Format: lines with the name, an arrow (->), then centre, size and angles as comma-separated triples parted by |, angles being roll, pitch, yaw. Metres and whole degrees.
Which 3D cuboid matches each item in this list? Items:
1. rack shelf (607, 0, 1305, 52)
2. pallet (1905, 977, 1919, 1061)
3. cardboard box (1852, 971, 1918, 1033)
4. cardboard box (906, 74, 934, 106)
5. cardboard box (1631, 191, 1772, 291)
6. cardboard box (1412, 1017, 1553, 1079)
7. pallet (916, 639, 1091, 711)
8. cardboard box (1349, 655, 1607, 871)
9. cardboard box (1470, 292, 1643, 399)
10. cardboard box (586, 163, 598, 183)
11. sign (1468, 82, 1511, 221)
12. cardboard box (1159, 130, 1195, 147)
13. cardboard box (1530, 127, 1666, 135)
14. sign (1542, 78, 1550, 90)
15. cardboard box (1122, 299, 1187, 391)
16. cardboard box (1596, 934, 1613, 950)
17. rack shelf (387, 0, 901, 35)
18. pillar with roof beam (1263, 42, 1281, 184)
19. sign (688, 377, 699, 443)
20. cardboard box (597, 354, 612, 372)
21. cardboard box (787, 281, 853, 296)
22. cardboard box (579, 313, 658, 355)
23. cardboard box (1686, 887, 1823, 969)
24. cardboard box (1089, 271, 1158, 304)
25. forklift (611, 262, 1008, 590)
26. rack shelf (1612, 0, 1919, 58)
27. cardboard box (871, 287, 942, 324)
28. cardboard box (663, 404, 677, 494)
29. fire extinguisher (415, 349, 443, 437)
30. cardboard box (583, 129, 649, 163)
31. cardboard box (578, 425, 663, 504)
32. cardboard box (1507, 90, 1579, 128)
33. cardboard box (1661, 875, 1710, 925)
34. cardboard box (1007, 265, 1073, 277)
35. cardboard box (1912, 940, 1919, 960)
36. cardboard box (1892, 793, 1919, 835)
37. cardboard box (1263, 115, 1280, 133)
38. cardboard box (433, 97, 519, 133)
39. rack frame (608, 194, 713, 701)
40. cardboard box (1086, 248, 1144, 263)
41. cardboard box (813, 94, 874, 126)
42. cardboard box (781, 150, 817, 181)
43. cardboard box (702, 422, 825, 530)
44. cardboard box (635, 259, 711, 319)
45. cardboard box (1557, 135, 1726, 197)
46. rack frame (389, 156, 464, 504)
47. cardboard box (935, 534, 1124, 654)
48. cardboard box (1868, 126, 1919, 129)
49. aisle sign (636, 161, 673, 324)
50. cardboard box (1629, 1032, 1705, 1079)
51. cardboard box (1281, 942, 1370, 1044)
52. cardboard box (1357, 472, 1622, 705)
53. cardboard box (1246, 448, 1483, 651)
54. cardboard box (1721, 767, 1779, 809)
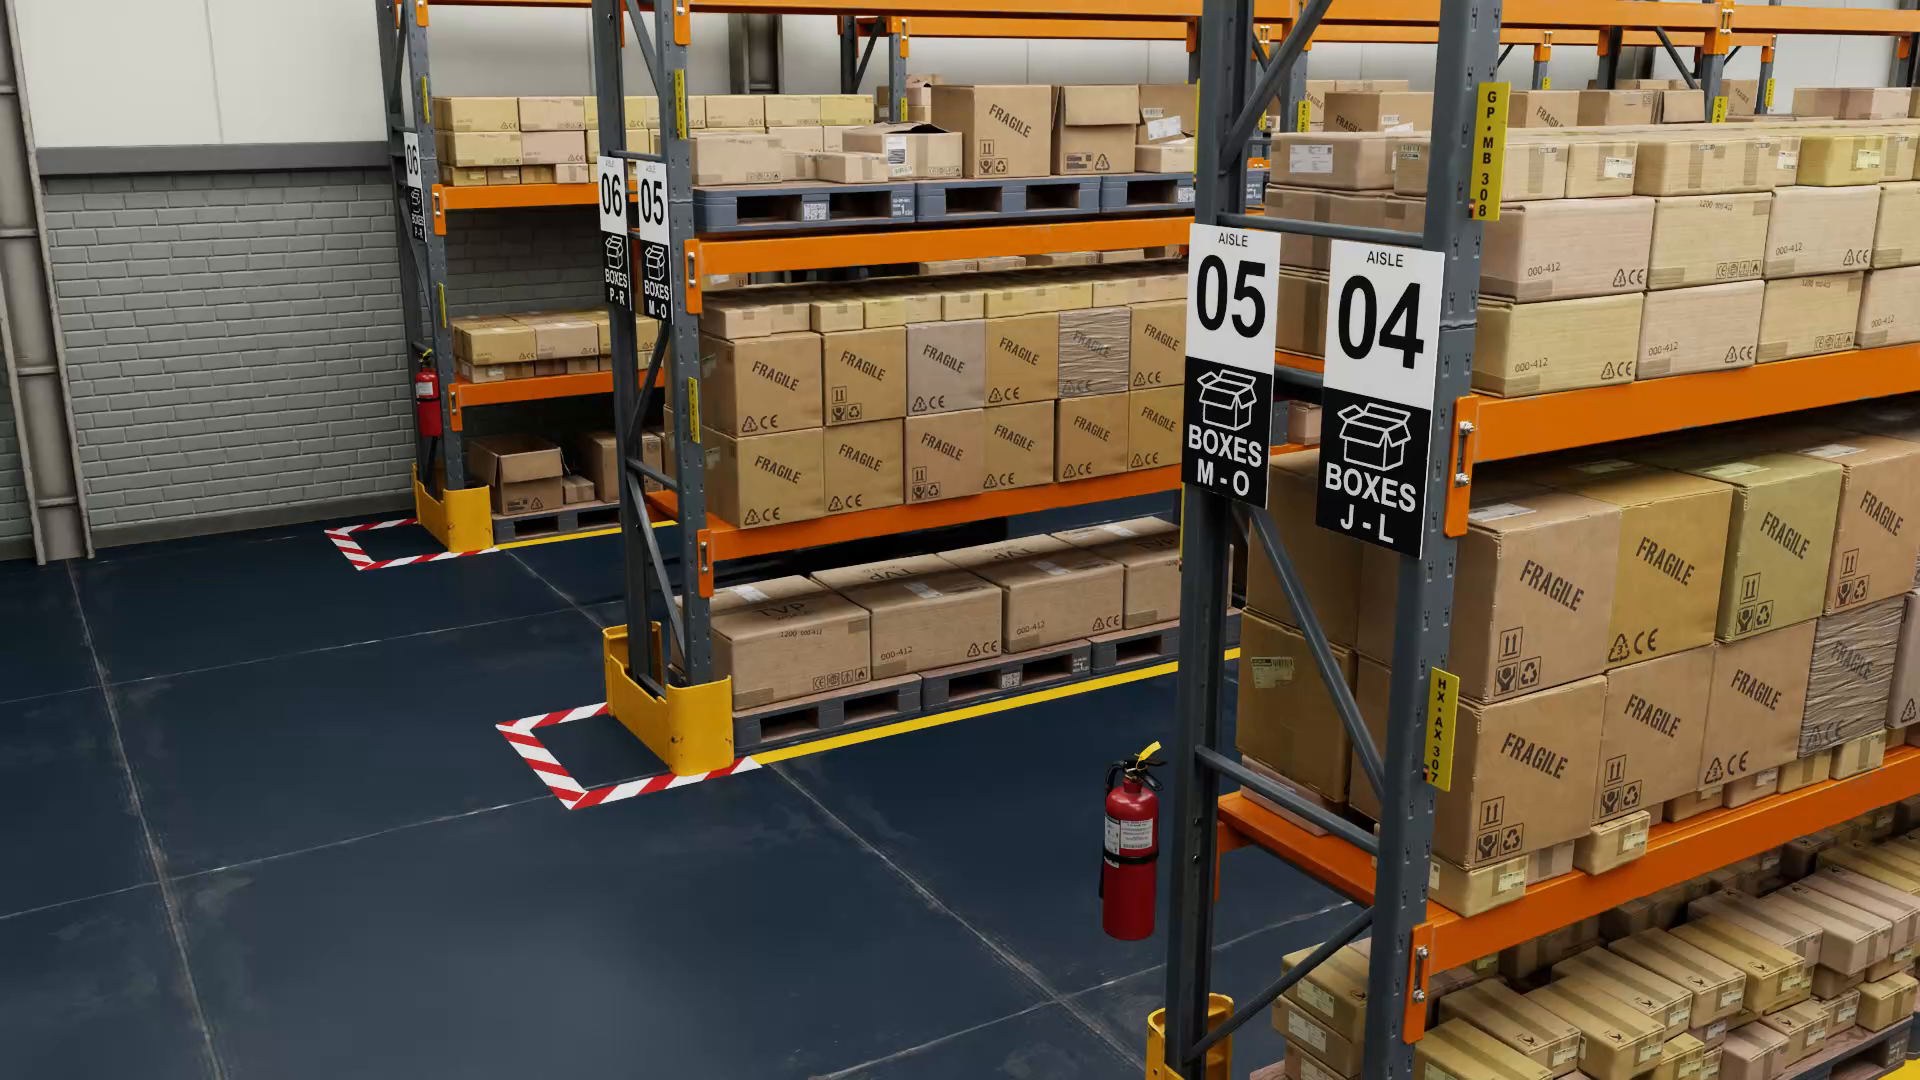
rack shelf -> 0.080, -2.962, 9.377 | 4.000, 0.370, 1.077 | -9, 18, -30
pallet -> 3.873, 1.686, 7.006 | 1.213, 0.211, 1.003 | -9, 18, -30
cardboard box -> 3.383, 1.689, 6.331 | 0.250, 0.149, 0.380 | -9, 18, -30
cardboard box -> -0.327, -3.915, 14.446 | 0.258, 0.266, 0.396 | -9, 18, -30
cardboard box -> 1.959, -0.889, 4.819 | 0.500, 0.250, 0.500 | -9, 18, -30
cardboard box -> 1.626, 1.687, 5.235 | 0.250, 0.149, 0.380 | -10, 19, -32
pallet -> 0.056, 0.711, 10.482 | 1.213, 0.211, 1.003 | -9, 18, -30
cardboard box -> 1.529, 0.607, 4.949 | 0.500, 0.500, 0.500 | -8, 18, -27
cardboard box -> 1.518, -0.578, 4.635 | 0.500, 0.250, 0.500 | -8, 18, -28
cardboard box -> -2.873, -2.919, 13.173 | 0.250, 0.149, 0.380 | -9, 18, -30
sign -> 1.282, -0.942, 4.037 | 0.005, 0.325, 0.100 | -9, 18, -30
cardboard box -> 1.412, -2.357, 9.989 | 0.258, 0.266, 0.396 | -9, 18, -28
cardboard box -> 2.036, -1.252, 5.375 | 0.250, 0.149, 0.380 | -10, 18, -31
sign -> 6.381, -4.870, 18.129 | 0.005, 0.325, 0.100 | -9, 18, -30
cardboard box -> 1.093, -1.221, 10.172 | 0.500, 0.500, 0.500 | -10, 18, -31
cardboard box -> 2.418, 1.506, 6.432 | 0.250, 0.149, 0.380 | -8, 18, -27
rack shelf -> -2.479, -4.300, 13.418 | 4.000, 0.370, 1.077 | -9, 18, -30
pillar with roof beam -> 5.534, -4.876, 14.133 | 0.400, 9.000, 9.100 | -9, 18, -30
sign -> -1.353, -0.660, 8.455 | 0.005, 0.325, 0.100 | -9, 18, -30
cardboard box -> -2.896, -1.493, 13.644 | 0.250, 0.149, 0.380 | -9, 18, -29
cardboard box -> -0.809, -1.394, 9.585 | 0.250, 0.149, 0.380 | -9, 18, -28
cardboard box -> -2.801, -1.695, 13.626 | 0.500, 0.250, 0.500 | -10, 18, -31
cardboard box -> 2.910, 1.443, 6.108 | 0.250, 0.149, 0.380 | -9, 18, -30
cardboard box -> 0.986, -1.532, 10.079 | 0.250, 0.149, 0.380 | -9, 18, -30
forklift -> -1.100, -1.181, 12.193 | 3.031, 2.935, 1.130 | -12, 20, -36
rack shelf -> 6.938, -4.074, 13.344 | 4.000, 0.370, 1.077 | -9, 18, -30
cardboard box -> -0.303, -1.313, 9.297 | 0.250, 0.149, 0.380 | -9, 18, -29
cardboard box -> -1.357, -0.510, 9.488 | 0.500, 0.500, 0.500 | -9, 18, -29
fire extinguisher -> -4.082, -1.138, 12.745 | 0.183, 0.674, 0.296 | -9, 18, -30
cardboard box -> -2.802, -3.139, 13.221 | 0.500, 0.250, 0.500 | -10, 18, -31
cardboard box -> -2.868, -0.653, 14.036 | 0.500, 0.500, 0.700 | -8, 18, -27
cardboard box -> 3.862, -2.829, 11.422 | 0.500, 0.500, 0.500 | -9, 18, -29
cardboard box -> 2.676, 1.337, 6.486 | 0.250, 0.149, 0.380 | -9, 18, -29
cardboard box -> 0.494, -1.613, 10.366 | 0.250, 0.149, 0.380 | -10, 18, -31
cardboard box -> 3.613, 1.480, 6.526 | 0.250, 0.149, 0.380 | -9, 18, -29
cardboard box -> 4.029, 1.125, 7.240 | 0.250, 0.149, 0.380 | -8, 18, -27
cardboard box -> 3.119, -4.154, 16.584 | 0.250, 0.166, 0.380 | -9, 18, -30
cardboard box -> -3.684, -3.241, 12.659 | 0.500, 0.250, 0.500 | -9, 18, -30
rack frame -> -1.634, -0.334, 9.044 | 0.127, 3.000, 1.000 | -9, 18, -30
cardboard box -> 1.360, -2.576, 16.073 | 0.637, 0.503, 0.797 | -10, 18, -31
cardboard box -> -1.073, -3.668, 14.181 | 0.500, 0.250, 0.500 | -9, 18, -30
cardboard box -> -0.976, -2.068, 9.174 | 0.250, 0.149, 0.380 | -11, 19, -34
cardboard box -> -1.075, -0.382, 9.031 | 0.500, 0.500, 0.500 | -9, 18, -30
cardboard box -> -2.380, -2.123, 13.764 | 0.500, 0.500, 0.500 | -9, 18, -28
cardboard box -> 1.895, -1.052, 4.661 | 0.250, 0.149, 0.380 | -9, 18, -30
rack frame -> -4.193, -1.482, 13.139 | 0.127, 3.000, 1.000 | -9, 18, -30
cardboard box -> 0.434, 0.329, 10.649 | 0.875, 0.438, 0.875 | -10, 18, -31
cardboard box -> 3.208, -1.271, 5.442 | 0.250, 0.149, 0.380 | -9, 18, -30
aisle sign -> -1.546, -1.509, 8.418 | 0.004, 0.787, 0.394 | -9, 18, -30
cardboard box -> 2.287, 1.721, 5.665 | 0.250, 0.149, 0.380 | -9, 18, -28
cardboard box -> 1.325, 1.549, 5.728 | 0.250, 0.149, 0.380 | -9, 18, -29
cardboard box -> 1.523, 0.124, 4.823 | 0.500, 0.500, 0.500 | -9, 18, -30
cardboard box -> 1.266, 0.003, 5.252 | 0.500, 0.500, 0.500 | -10, 18, -31
cardboard box -> 2.526, 0.752, 5.637 | 0.250, 0.149, 0.380 | -10, 18, -31
